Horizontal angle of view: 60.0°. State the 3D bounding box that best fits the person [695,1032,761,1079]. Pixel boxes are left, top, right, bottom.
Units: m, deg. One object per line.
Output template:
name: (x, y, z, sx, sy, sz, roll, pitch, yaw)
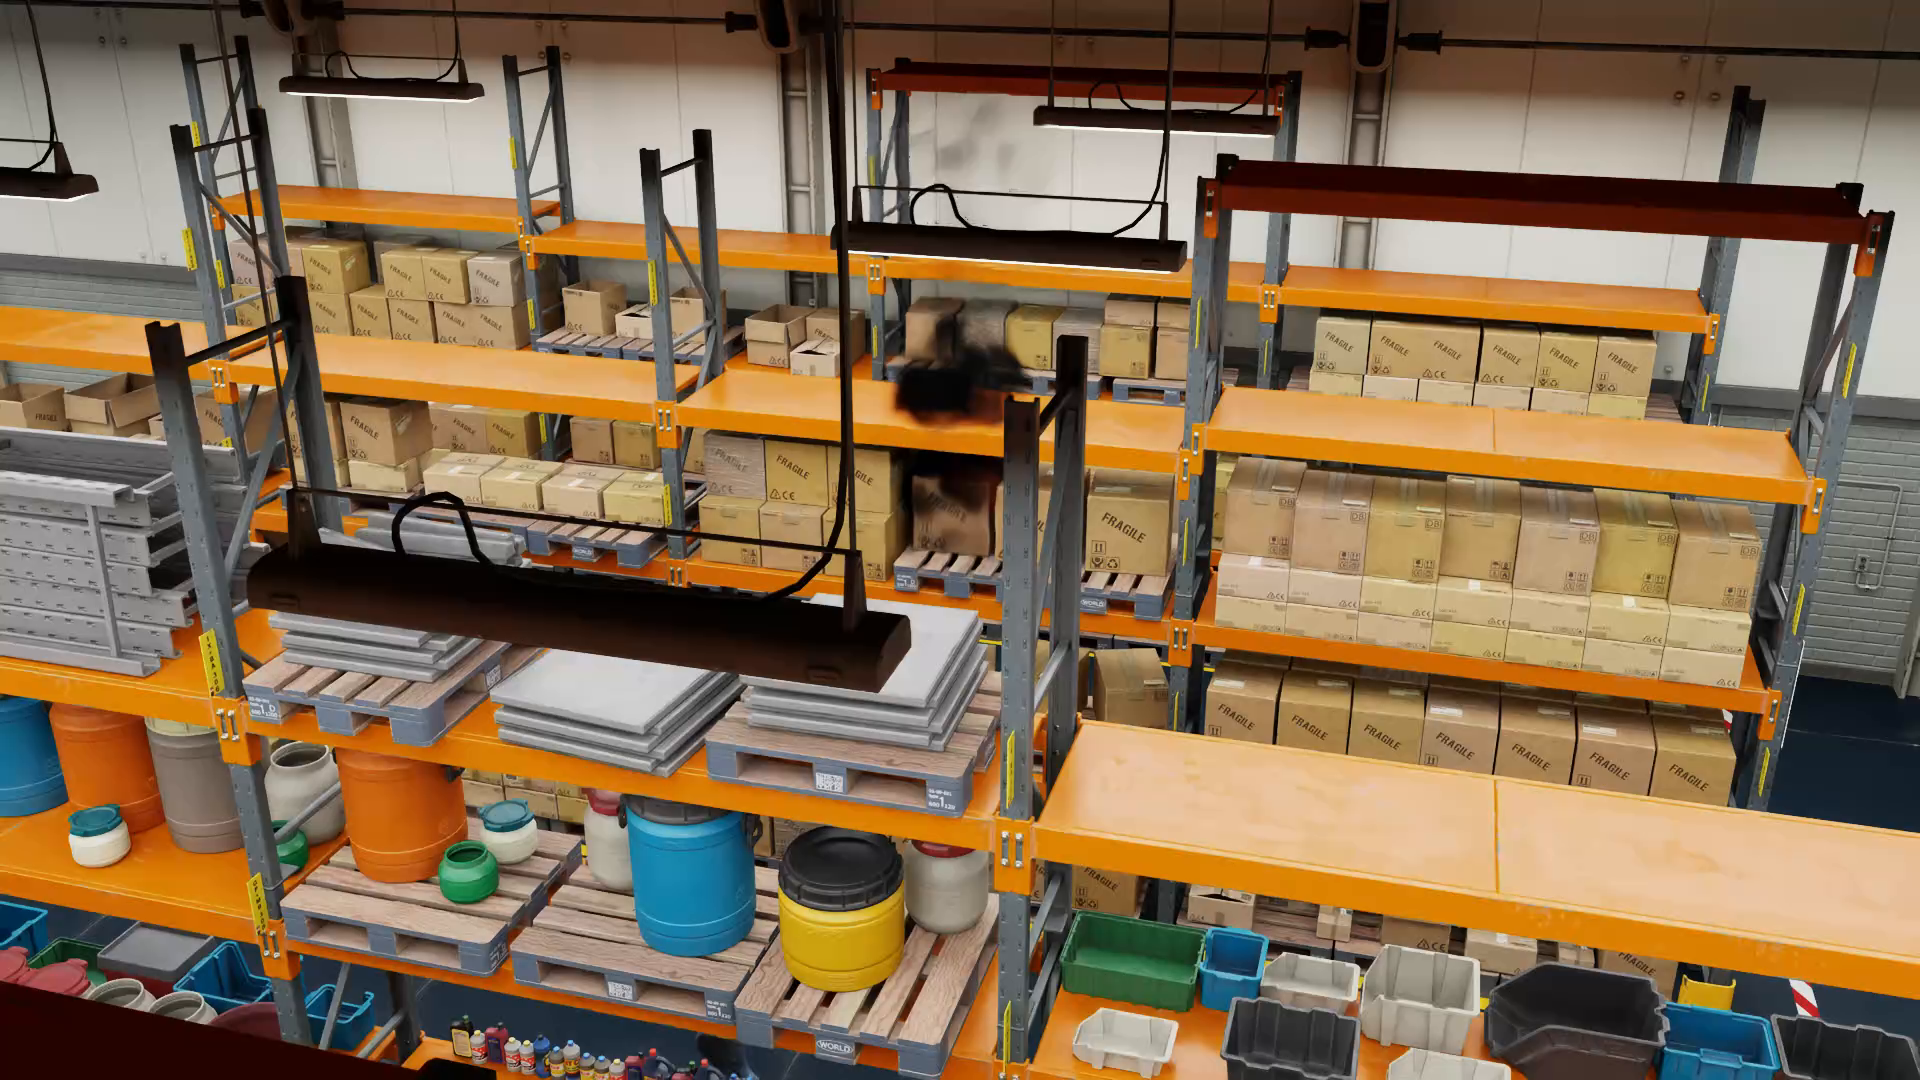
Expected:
person: (-1.547, 3.154, 10.921, 0.713, 1.796, 0.664, 8, 24, 18)
